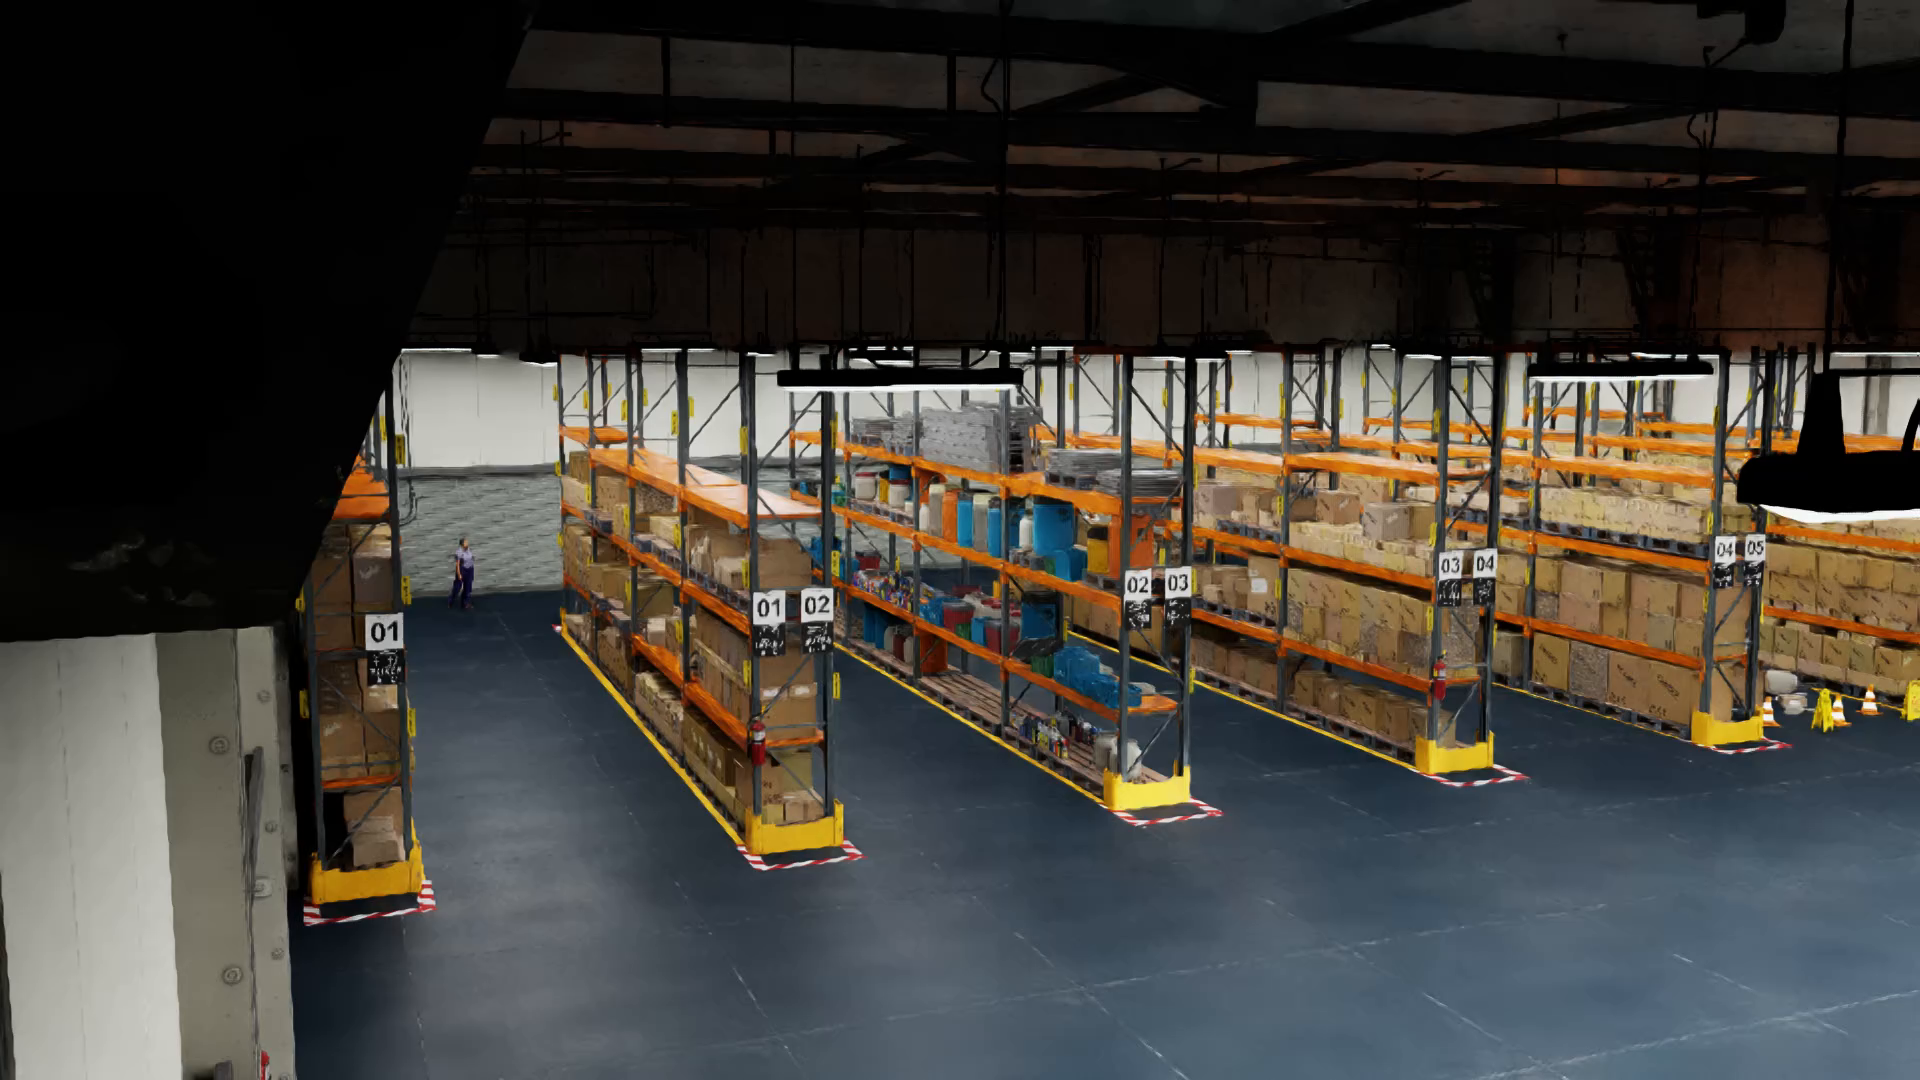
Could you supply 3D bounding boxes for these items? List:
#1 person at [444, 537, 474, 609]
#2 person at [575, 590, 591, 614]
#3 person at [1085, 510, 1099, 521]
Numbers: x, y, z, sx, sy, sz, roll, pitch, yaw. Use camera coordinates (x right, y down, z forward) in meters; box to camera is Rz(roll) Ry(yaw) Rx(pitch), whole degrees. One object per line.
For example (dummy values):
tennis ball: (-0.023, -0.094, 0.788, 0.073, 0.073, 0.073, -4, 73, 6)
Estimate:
person: (-11.336, 0.756, 37.581, 0.508, 1.641, 0.682, 3, 8, 24)
person: (-8.092, 0.905, 36.142, 0.565, 1.671, 0.578, 2, 7, 12)
person: (3.442, -0.078, 43.708, 0.566, 1.706, 1.122, -2, 8, -18)
